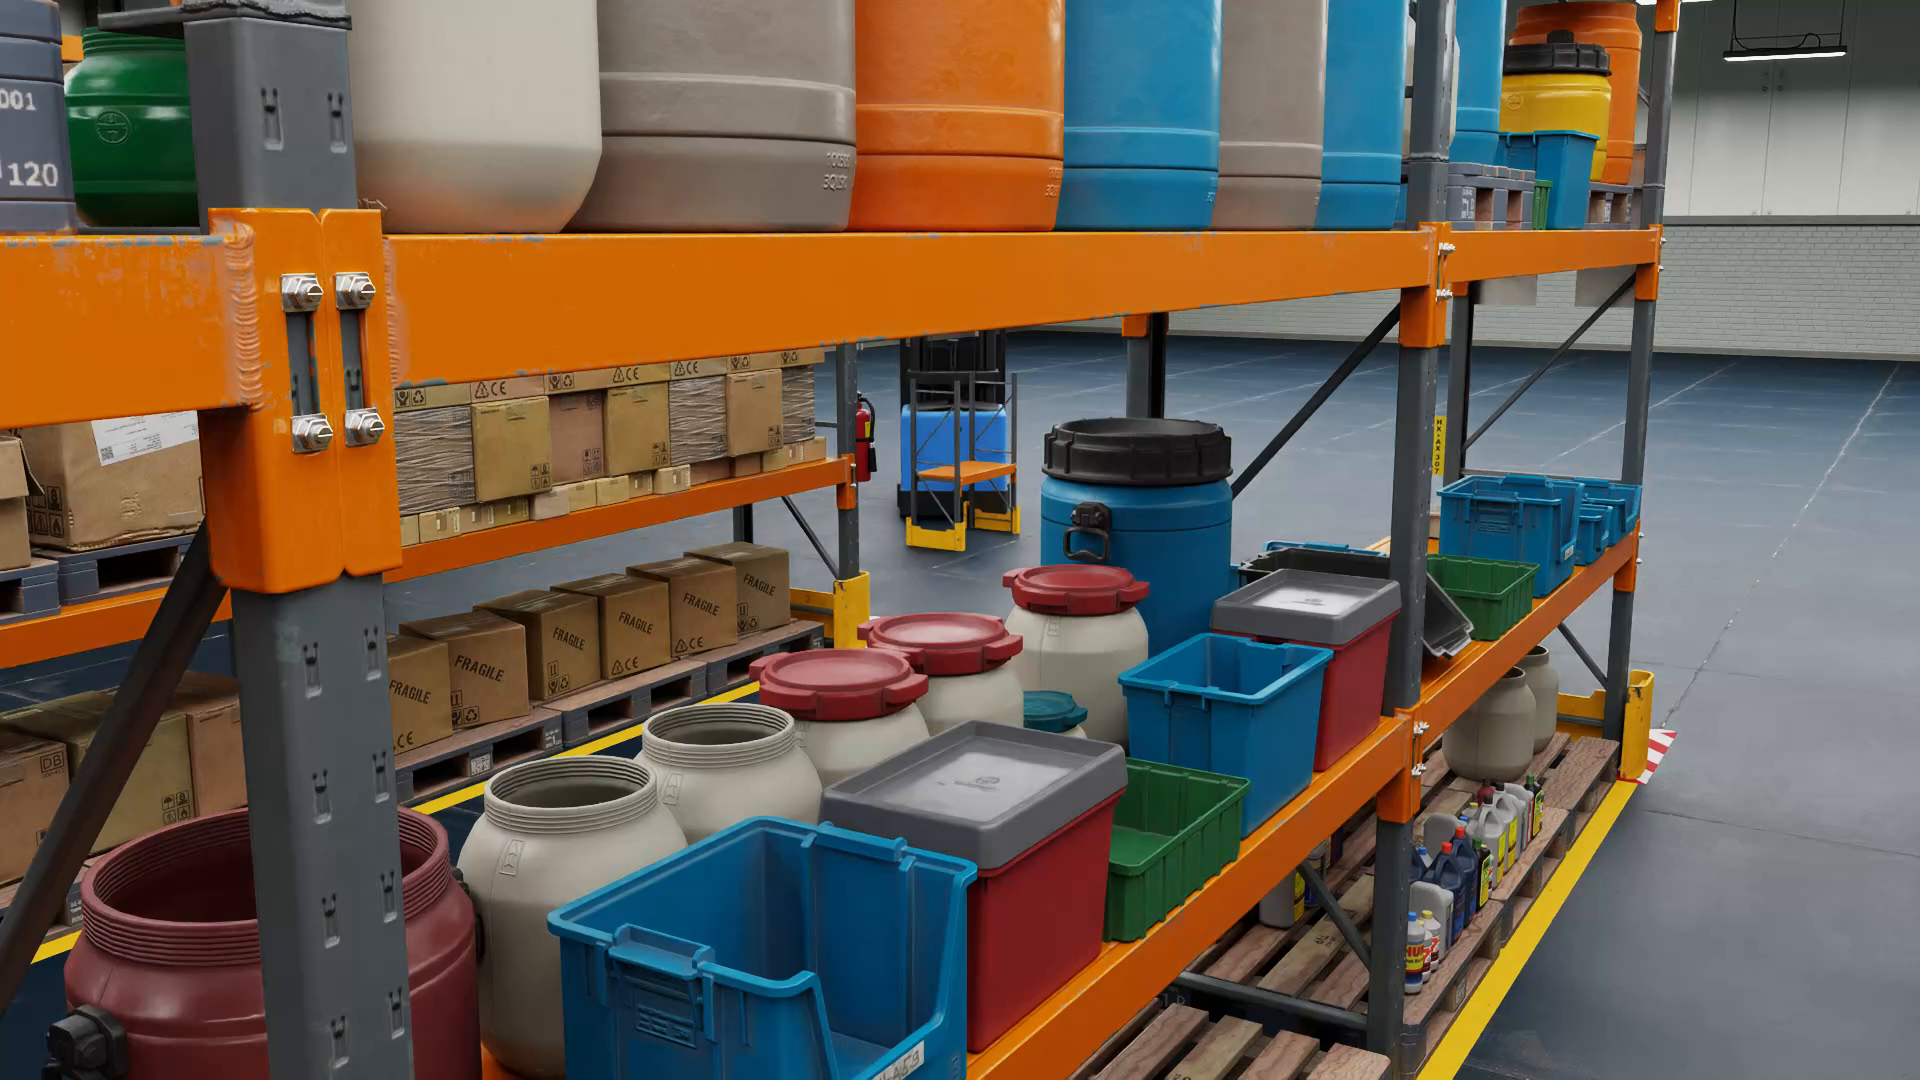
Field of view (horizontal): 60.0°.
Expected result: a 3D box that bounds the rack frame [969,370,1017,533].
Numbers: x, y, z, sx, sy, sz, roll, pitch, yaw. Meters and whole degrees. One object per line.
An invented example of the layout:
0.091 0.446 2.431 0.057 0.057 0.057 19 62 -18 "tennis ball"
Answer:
0.308 -0.831 15.611 0.500 1.500 0.032 6 12 31 "rack frame"

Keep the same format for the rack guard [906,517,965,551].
-0.219 -0.057 14.873 0.587 0.250 0.087 6 12 31 "rack guard"

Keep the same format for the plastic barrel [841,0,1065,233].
-0.112 -0.966 2.942 0.600 0.830 0.708 6 12 31 "plastic barrel"

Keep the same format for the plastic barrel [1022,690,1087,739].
0.195 0.563 4.468 0.301 0.262 0.301 0 11 0 "plastic barrel"

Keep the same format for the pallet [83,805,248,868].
-3.623 1.321 7.618 1.003 0.211 1.213 6 12 31 "pallet"

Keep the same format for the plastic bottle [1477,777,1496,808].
2.265 1.149 7.148 0.061 0.283 0.133 6 12 31 "plastic bottle"

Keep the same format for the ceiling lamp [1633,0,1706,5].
10.260 -8.859 22.255 2.000 3.185 0.800 6 12 31 "ceiling lamp"

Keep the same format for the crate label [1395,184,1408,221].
1.836 -1.466 7.183 0.502 0.251 0.408 6 12 31 "crate label"

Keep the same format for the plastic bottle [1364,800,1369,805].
1.828 1.103 7.615 0.097 0.201 0.097 0 11 0 "plastic bottle"

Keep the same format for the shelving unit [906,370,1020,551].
0.040 -0.749 15.176 0.587 1.500 1.083 6 12 31 "shelving unit"

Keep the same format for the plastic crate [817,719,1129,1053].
0.037 0.674 3.324 0.402 0.464 0.583 6 12 31 "plastic crate"

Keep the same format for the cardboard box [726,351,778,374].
-1.472 -1.298 10.237 0.500 0.500 0.500 6 12 31 "cardboard box"

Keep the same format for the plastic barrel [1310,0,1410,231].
0.935 -1.319 4.629 0.600 0.901 0.708 6 12 31 "plastic barrel"

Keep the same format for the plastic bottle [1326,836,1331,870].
1.469 1.216 6.788 0.061 0.283 0.133 6 12 31 "plastic bottle"

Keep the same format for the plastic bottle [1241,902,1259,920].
1.101 1.258 6.380 0.144 0.351 0.185 6 12 29 "plastic bottle"

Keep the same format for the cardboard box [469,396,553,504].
-2.644 -0.507 8.728 0.875 0.500 0.500 6 12 31 "cardboard box"

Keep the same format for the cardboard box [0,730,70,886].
-4.111 1.096 6.840 0.700 0.500 0.500 5 12 26 "cardboard box"

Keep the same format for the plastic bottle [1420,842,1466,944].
1.787 1.300 6.159 0.144 0.351 0.185 7 13 32 "plastic bottle"

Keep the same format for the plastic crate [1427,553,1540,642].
1.959 0.219 6.505 0.450 0.188 0.662 6 12 31 "plastic crate"

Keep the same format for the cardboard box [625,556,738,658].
-1.763 0.415 10.532 0.500 0.500 0.500 -10 14 -43 "cardboard box"

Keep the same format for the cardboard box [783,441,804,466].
-1.245 -0.574 10.845 0.380 0.149 0.250 6 12 31 "cardboard box"

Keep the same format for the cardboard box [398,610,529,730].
-2.687 0.700 9.009 0.500 0.500 0.500 -9 14 -39 "cardboard box"

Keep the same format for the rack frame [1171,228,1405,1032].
1.010 0.301 5.491 0.949 2.616 0.053 6 12 31 "rack frame"

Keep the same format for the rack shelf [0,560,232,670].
-4.258 0.496 6.403 1.077 0.370 4.000 6 12 31 "rack shelf"

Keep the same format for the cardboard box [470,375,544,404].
-2.511 -0.984 8.557 0.500 0.500 0.500 6 12 31 "cardboard box"

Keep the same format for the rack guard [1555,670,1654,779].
3.091 0.917 8.991 1.175 0.500 0.348 6 12 31 "rack guard"

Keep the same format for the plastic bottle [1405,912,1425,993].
1.553 1.418 5.744 0.097 0.271 0.097 0 11 0 "plastic bottle"

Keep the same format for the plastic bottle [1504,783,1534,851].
2.357 1.163 7.095 0.152 0.276 0.135 6 12 31 "plastic bottle"

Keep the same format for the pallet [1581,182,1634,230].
2.577 -1.589 7.946 1.003 0.211 1.213 6 12 31 "pallet"

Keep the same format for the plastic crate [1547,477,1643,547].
3.086 -0.147 8.290 0.499 0.251 0.616 6 12 31 "plastic crate"

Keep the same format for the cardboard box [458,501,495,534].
-2.604 -0.134 8.494 0.380 0.149 0.250 6 12 31 "cardboard box"

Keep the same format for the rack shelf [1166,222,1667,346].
2.051 -1.134 6.959 1.077 0.370 4.000 6 12 31 "rack shelf"

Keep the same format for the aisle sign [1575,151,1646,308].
3.381 -1.588 8.519 0.394 0.787 0.004 6 12 31 "aisle sign"

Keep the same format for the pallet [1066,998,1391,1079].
0.639 1.799 5.066 1.003 0.211 1.213 6 12 31 "pallet"

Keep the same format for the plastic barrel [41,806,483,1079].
-1.082 0.762 2.661 0.600 0.536 0.708 6 12 31 "plastic barrel"

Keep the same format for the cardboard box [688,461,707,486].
-1.750 -0.415 9.997 0.380 0.149 0.250 6 12 31 "cardboard box"

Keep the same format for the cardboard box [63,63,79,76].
-3.549 -1.839 7.348 0.797 0.503 0.637 6 12 28 "cardboard box"

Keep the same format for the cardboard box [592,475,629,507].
-2.084 -0.291 9.334 0.380 0.149 0.250 6 12 31 "cardboard box"

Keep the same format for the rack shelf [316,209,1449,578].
-0.025 -0.505 3.599 1.077 0.370 4.000 6 12 31 "rack shelf"

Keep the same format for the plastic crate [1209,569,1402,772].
1.023 0.375 4.920 0.402 0.464 0.583 6 12 31 "plastic crate"

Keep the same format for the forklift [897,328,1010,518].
-0.078 -1.883 17.344 1.130 2.935 3.031 0 11 -1 "forklift"

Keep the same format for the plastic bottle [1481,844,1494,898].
2.052 1.301 6.557 0.097 0.201 0.097 0 11 0 "plastic bottle"

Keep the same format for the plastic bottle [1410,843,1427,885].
1.664 1.286 6.232 0.144 0.351 0.185 6 12 31 "plastic bottle"

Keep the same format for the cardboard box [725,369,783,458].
-1.609 -0.822 10.411 0.875 0.500 0.500 6 12 31 "cardboard box"

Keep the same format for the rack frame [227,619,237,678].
-3.220 -0.172 8.017 1.000 3.000 0.127 6 12 31 "rack frame"

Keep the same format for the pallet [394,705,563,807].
-2.902 1.090 8.855 1.003 0.211 1.213 6 12 31 "pallet"

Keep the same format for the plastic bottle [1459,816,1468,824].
2.076 1.243 6.869 0.097 0.201 0.097 0 11 0 "plastic bottle"

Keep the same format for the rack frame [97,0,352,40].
-1.064 -2.018 1.577 1.000 3.000 0.127 6 12 31 "rack frame"

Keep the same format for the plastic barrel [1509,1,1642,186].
2.946 -2.131 8.022 0.600 0.830 0.708 6 12 31 "plastic barrel"
